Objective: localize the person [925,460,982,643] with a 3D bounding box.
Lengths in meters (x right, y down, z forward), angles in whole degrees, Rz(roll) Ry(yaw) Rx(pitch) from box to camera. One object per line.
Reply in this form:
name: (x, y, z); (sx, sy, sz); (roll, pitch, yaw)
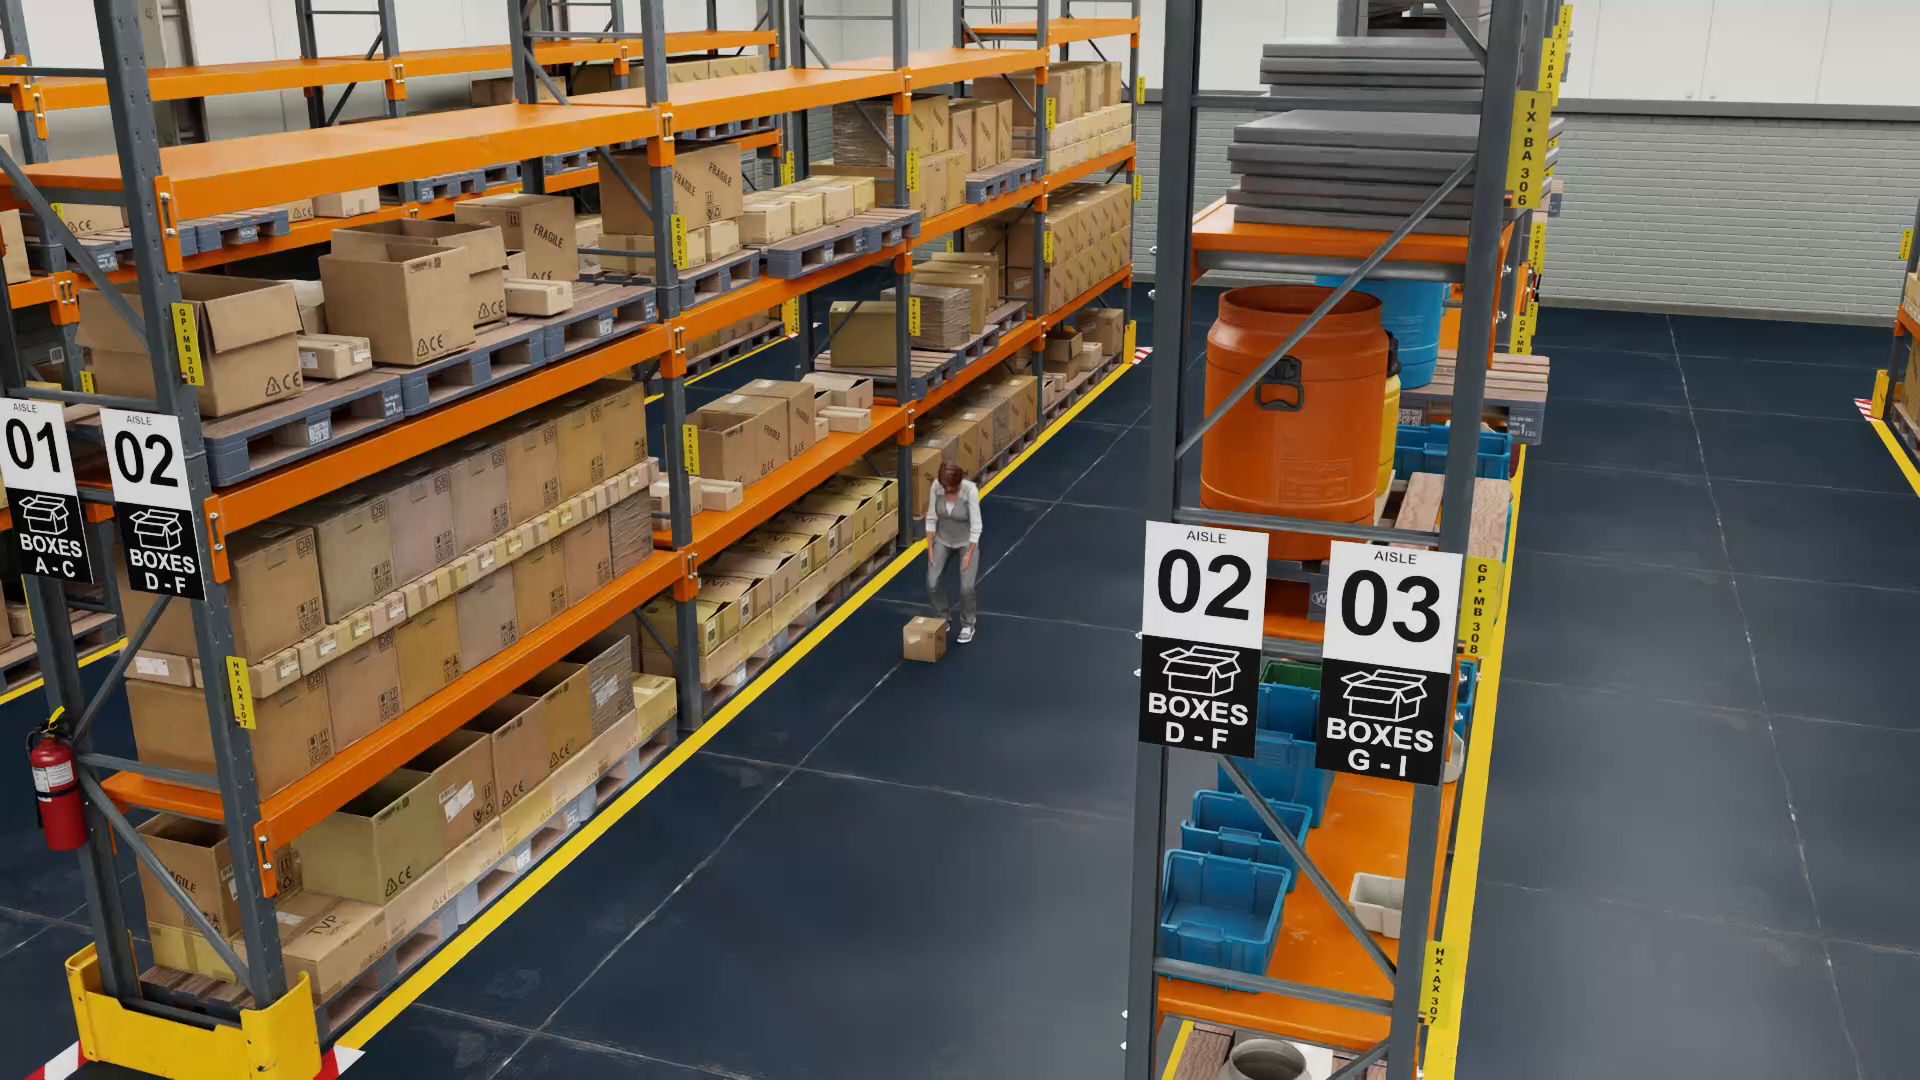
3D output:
person: (-0.030, 0.065, 12.611); (0.451, 1.464, 0.518); (7, 20, 20)
